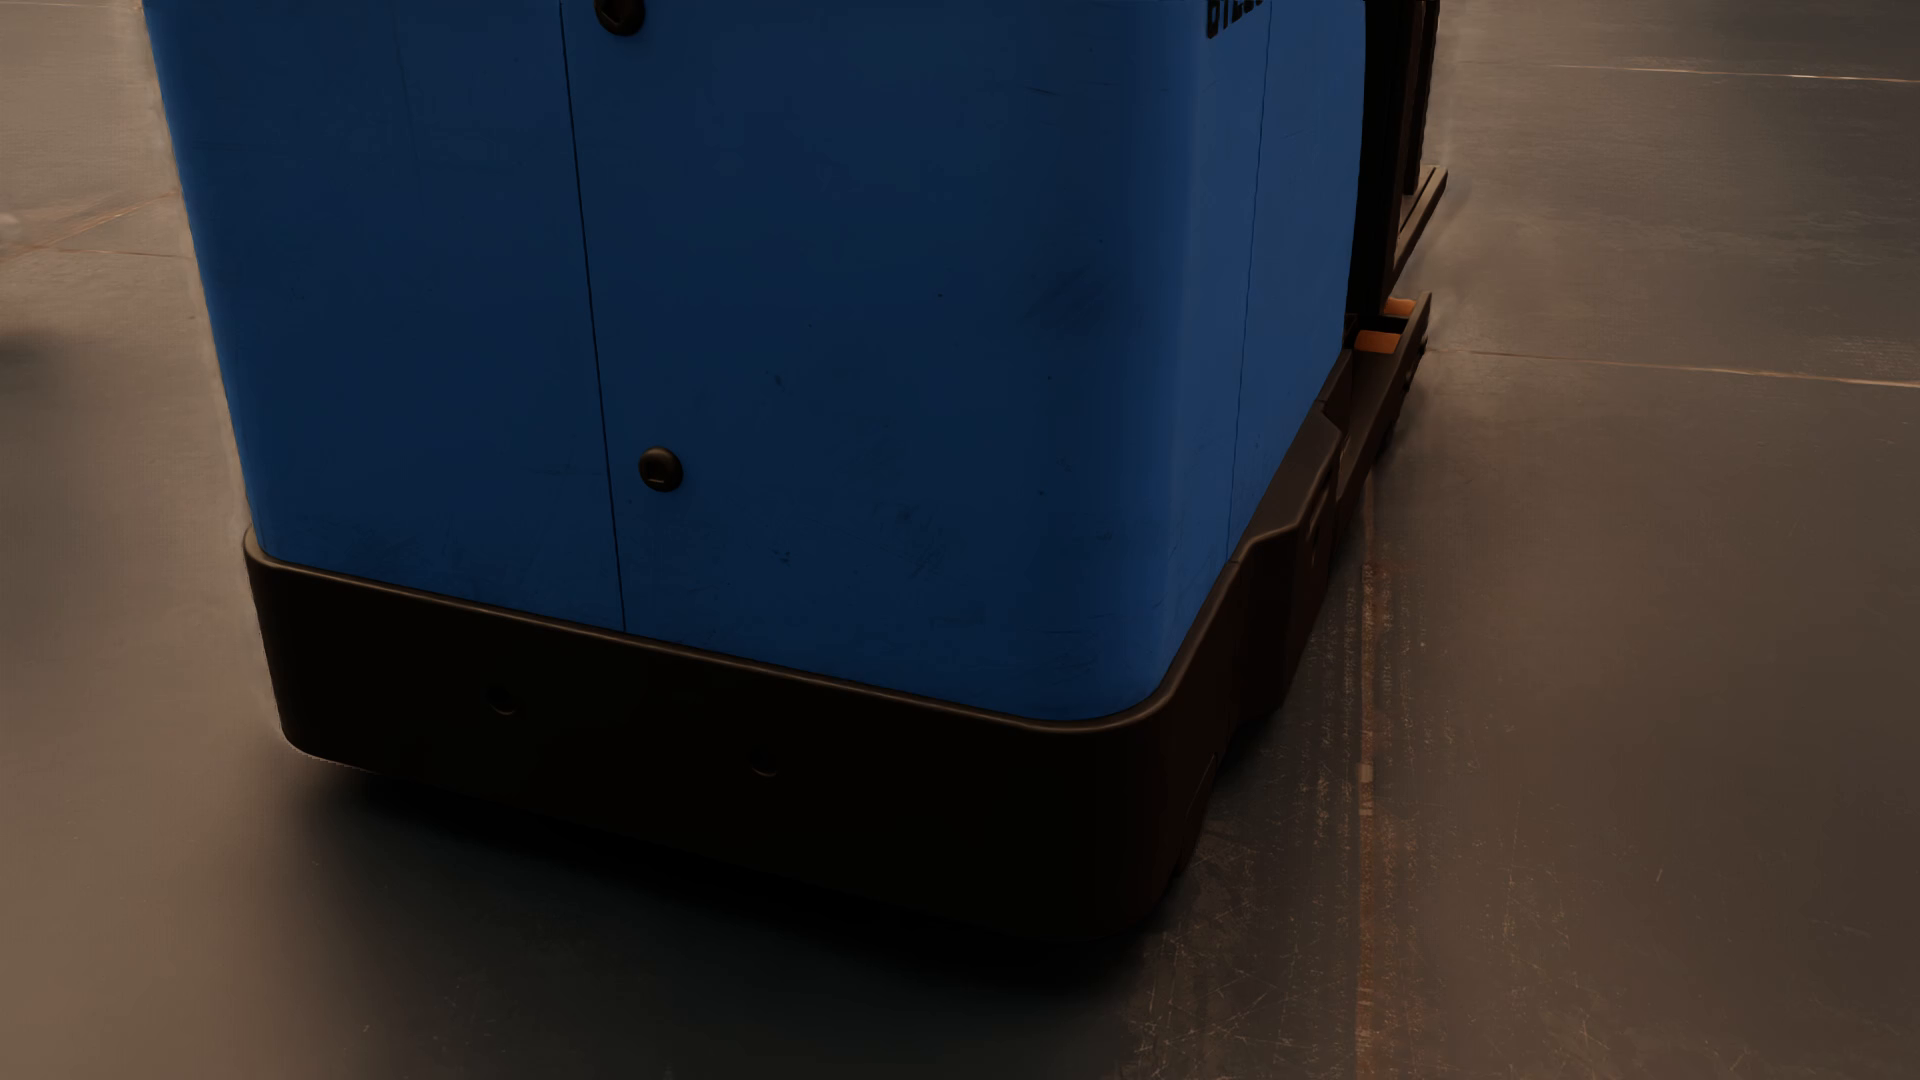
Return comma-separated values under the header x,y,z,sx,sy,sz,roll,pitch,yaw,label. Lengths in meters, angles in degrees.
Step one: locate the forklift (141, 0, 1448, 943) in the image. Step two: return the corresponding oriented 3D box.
x,y,z,sx,sy,sz,roll,pitch,yaw,label
0.223,-1.568,2.354,1.130,2.935,3.031,10,28,19,forklift
